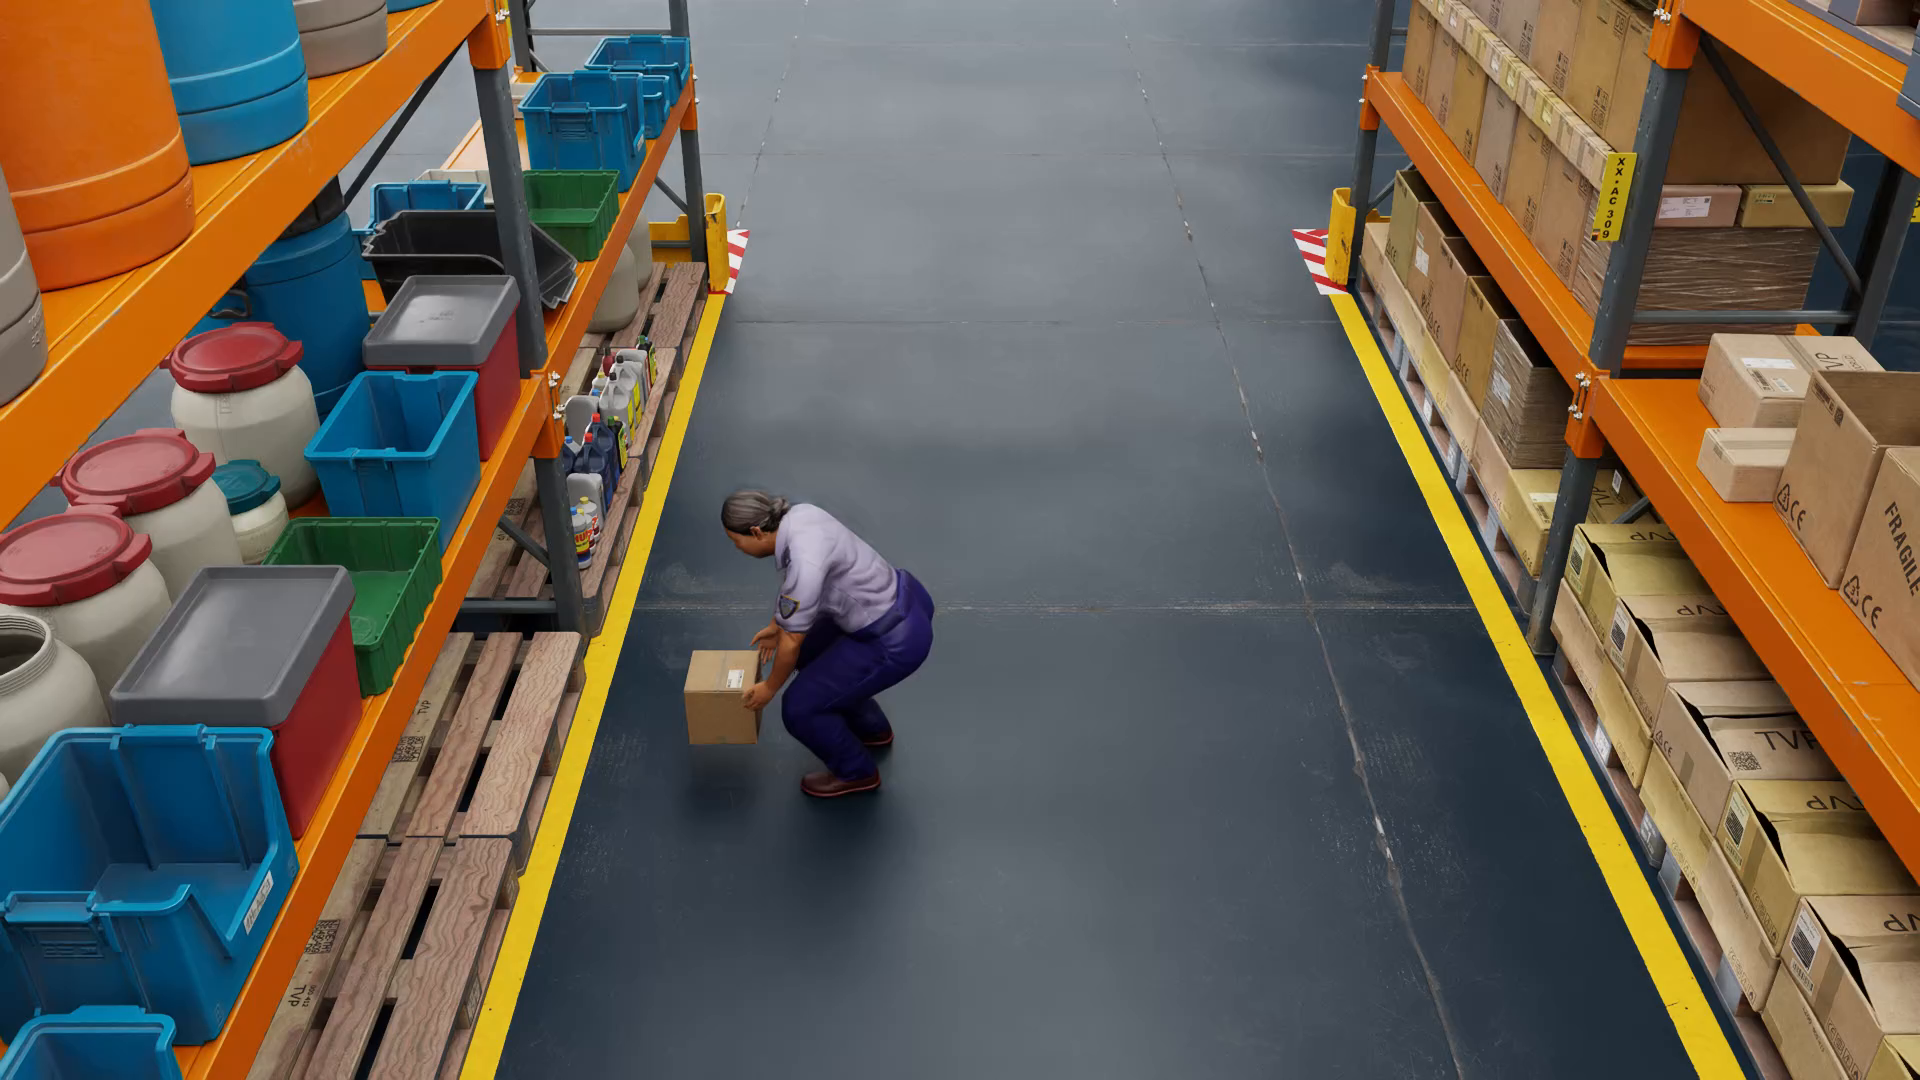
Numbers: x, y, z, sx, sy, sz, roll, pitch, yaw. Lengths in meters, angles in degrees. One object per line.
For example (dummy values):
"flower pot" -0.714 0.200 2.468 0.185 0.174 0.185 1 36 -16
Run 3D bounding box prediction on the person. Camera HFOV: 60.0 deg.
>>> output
"person" -0.456 0.353 5.984 0.727 1.230 0.540 0 32 0
